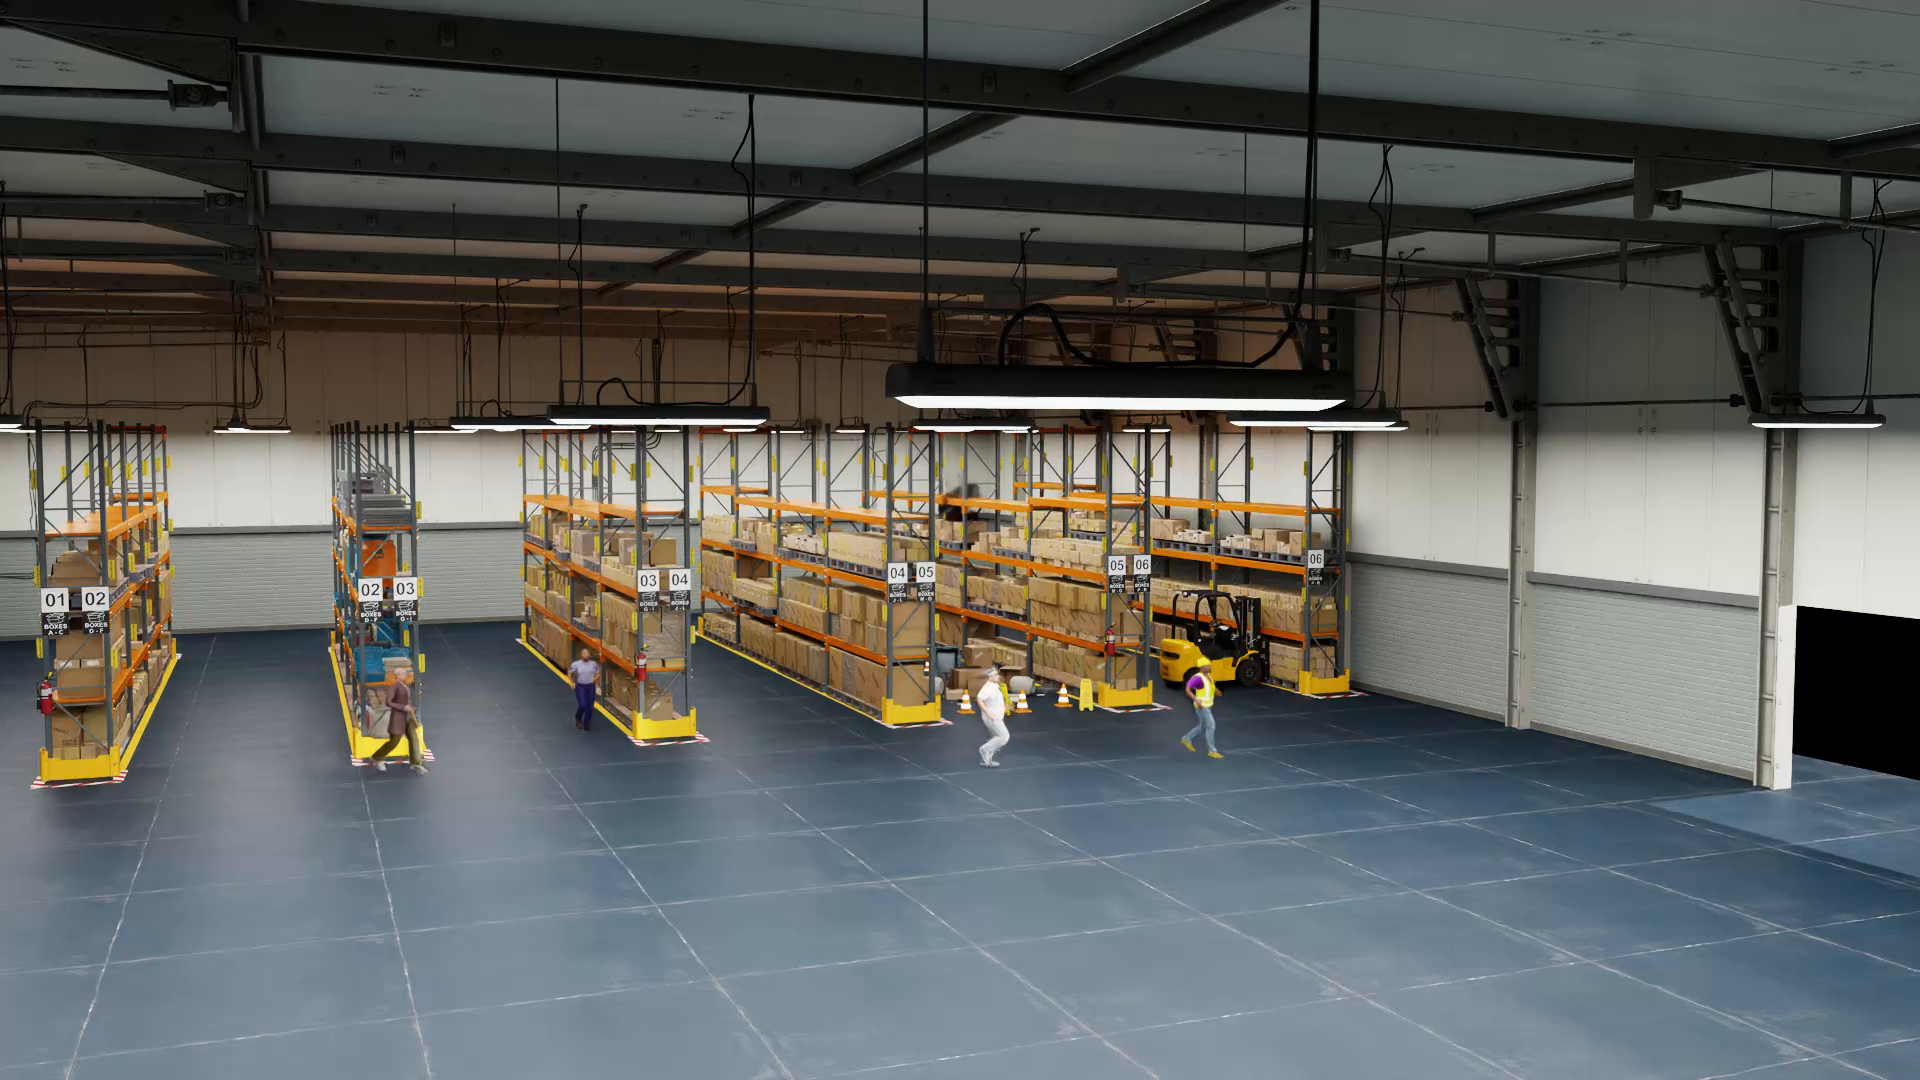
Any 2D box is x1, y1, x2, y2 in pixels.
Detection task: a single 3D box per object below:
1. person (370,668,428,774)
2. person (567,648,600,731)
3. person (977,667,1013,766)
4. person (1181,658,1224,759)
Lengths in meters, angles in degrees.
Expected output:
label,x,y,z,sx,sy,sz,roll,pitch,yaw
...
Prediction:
label,x,y,z,sx,sy,sz,roll,pitch,yaw
person,-9.484,3.061,28.227,1.059,1.786,0.748,1,4,14
person,-7.246,2.902,32.181,0.592,1.609,0.575,-2,4,-28
person,0.624,3.052,28.735,0.590,1.730,0.652,1,4,9
person,4.328,2.980,29.652,0.850,1.776,0.695,2,4,27
